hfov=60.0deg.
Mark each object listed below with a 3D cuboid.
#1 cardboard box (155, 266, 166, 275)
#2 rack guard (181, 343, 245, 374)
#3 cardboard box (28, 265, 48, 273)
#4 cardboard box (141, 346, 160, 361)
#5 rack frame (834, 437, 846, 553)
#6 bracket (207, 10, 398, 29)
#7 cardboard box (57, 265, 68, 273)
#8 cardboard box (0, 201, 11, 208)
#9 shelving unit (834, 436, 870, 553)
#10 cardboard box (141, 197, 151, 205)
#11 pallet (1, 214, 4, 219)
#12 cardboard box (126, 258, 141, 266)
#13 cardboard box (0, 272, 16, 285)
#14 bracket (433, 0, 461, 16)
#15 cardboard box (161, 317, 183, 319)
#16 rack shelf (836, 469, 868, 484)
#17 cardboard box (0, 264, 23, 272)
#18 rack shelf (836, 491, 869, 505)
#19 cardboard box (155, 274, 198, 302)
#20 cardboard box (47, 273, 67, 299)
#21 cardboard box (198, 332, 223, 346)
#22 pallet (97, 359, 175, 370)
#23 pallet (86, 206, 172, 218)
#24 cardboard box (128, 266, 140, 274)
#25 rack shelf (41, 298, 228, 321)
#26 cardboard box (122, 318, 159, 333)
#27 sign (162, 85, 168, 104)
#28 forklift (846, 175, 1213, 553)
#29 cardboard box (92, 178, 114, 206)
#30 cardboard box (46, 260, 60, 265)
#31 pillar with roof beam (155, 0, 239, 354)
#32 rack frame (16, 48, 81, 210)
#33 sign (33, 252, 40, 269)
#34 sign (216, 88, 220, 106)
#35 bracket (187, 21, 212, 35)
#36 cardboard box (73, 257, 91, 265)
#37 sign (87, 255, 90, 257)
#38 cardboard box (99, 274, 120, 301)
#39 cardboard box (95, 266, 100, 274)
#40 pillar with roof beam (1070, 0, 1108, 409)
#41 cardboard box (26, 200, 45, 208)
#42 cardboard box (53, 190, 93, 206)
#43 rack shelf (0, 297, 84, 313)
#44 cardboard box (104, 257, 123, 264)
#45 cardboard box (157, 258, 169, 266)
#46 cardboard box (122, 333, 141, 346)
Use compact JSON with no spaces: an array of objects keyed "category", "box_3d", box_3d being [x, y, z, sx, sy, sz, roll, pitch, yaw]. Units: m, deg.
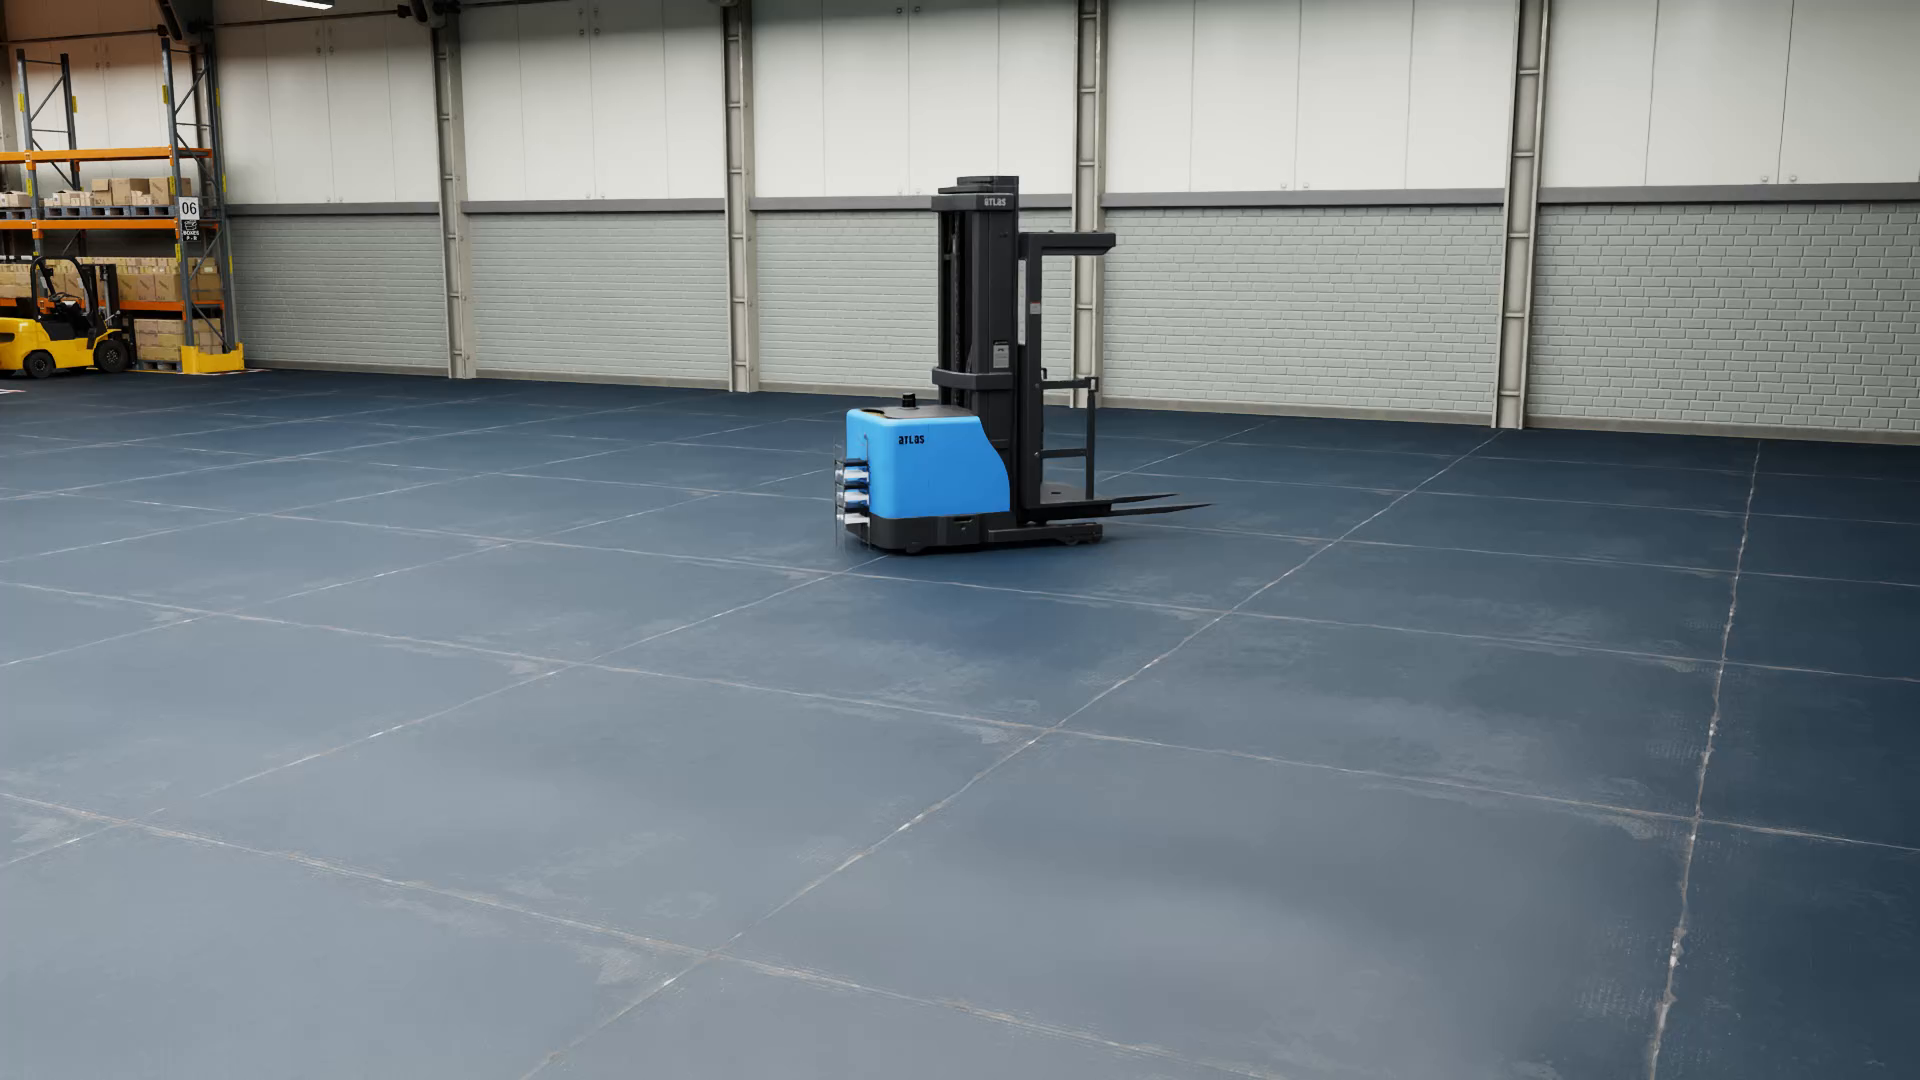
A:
[{"category":"cardboard box","box_3d":[-14.734,-5.022,30.953,0.250,0.149,0.380,5,12,27]},{"category":"rack guard","box_3d":[-14.035,-3.424,31.243,0.348,0.500,1.175,5,11,26]},{"category":"cardboard box","box_3d":[-18.048,-5.331,32.659,0.250,0.149,0.380,5,12,28]},{"category":"cardboard box","box_3d":[-15.060,-3.536,31.389,0.500,0.250,0.500,5,11,26]},{"category":"rack frame","box_3d":[-0.954,-0.357,13.175,0.006,0.900,0.240,-4,11,-21]},{"category":"bracket","box_3d":[-11.741,-9.284,29.652,4.783,0.066,0.076,5,11,26]},{"category":"cardboard box","box_3d":[-17.241,-5.252,32.224,0.250,0.149,0.380,5,12,27]},{"category":"cardboard box","box_3d":[-18.764,-6.617,32.692,0.250,0.149,0.380,5,11,26]},{"category":"shelving unit","box_3d":[-0.860,-0.364,13.212,0.210,0.900,0.258,-4,11,-21]},{"category":"cardboard box","box_3d":[-14.934,-6.281,30.833,0.250,0.149,0.380,5,11,24]},{"category":"pallet","box_3d":[-19.579,-6.542,33.563,1.213,0.211,1.003,6,12,28]},{"category":"cardboard box","box_3d":[-15.426,-5.230,31.267,0.250,0.149,0.380,5,12,27]},{"category":"cardboard box","box_3d":[-18.662,-5.180,32.947,0.500,0.250,0.500,5,11,24]},{"category":"bracket","box_3d":[-8.686,-9.015,28.168,0.430,0.232,0.235,5,11,26]},{"category":"cardboard box","box_3d":[-14.854,-4.108,31.740,0.500,0.250,0.500,5,11,26]},{"category":"rack shelf","box_3d":[-0.861,-0.508,13.185,0.200,0.077,0.258,-4,11,-21]},{"category":"cardboard box","box_3d":[-18.779,-5.375,32.906,0.250,0.149,0.380,5,11,24]},{"category":"rack shelf","box_3d":[-0.860,-0.331,13.218,0.200,0.077,0.258,-4,11,-21]},{"category":"cardboard box","box_3d":[-14.614,-4.702,31.005,0.500,0.500,0.500,5,11,25]},{"category":"cardboard box","box_3d":[-17.361,-4.943,32.340,0.500,0.500,0.500,5,11,24]},{"category":"cardboard box","box_3d":[-14.386,-3.825,31.582,0.500,0.250,0.500,5,12,27]},{"category":"pallet","box_3d":[-15.851,-3.433,32.108,1.213,0.211,1.003,5,11,26]},{"category":"pallet","box_3d":[-15.777,-6.244,31.632,1.213,0.211,1.003,5,11,26]},{"category":"cardboard box","box_3d":[-15.417,-5.087,31.313,0.250,0.149,0.380,5,11,24]},{"category":"rack shelf","box_3d":[-15.850,-4.459,31.966,4.000,0.370,1.077,5,11,26]},{"category":"cardboard box","box_3d":[-15.525,-4.065,31.503,0.500,0.250,0.500,5,11,27]},{"category":"sign","box_3d":[-14.310,-8.021,29.934,0.005,0.325,0.100,5,11,26]},{"category":"forklift","box_3d":[0.626,-1.482,13.690,3.031,2.935,1.130,-4,11,-22]},{"category":"cardboard box","box_3d":[-15.943,-6.583,31.509,0.637,0.503,0.797,5,12,28]},{"category":"cardboard box","box_3d":[-17.489,-5.413,32.279,0.250,0.149,0.380,5,12,27]},{"category":"pillar with roof beam","box_3d":[-16.187,-7.119,27.796,0.548,9.000,9.100,5,11,26]},{"category":"rack frame","box_3d":[-17.644,-7.923,32.238,0.127,3.000,1.000,5,11,26]},{"category":"sign","box_3d":[-17.875,-5.414,32.193,0.005,0.325,0.100,5,11,26]},{"category":"sign","box_3d":[-13.806,-8.233,30.887,0.005,0.325,0.100,5,11,26]},{"category":"bracket","box_3d":[-14.067,-9.488,30.781,0.430,0.232,0.235,5,11,26]},{"category":"cardboard box","box_3d":[-16.797,-5.351,31.939,0.250,0.149,0.380,5,12,27]},{"category":"sign","box_3d":[-17.400,-5.524,33.179,0.005,0.325,0.100,5,11,26]},{"category":"cardboard box","box_3d":[-15.991,-4.822,31.671,0.500,0.500,0.500,5,11,26]},{"category":"cardboard box","box_3d":[-16.339,-5.167,31.752,0.250,0.149,0.380,5,11,24]},{"category":"pillar with roof beam","box_3d":[-0.045,-5.700,19.959,0.400,9.000,9.100,5,11,26]},{"category":"cardboard box","box_3d":[-18.318,-6.677,33.024,0.250,0.149,0.380,5,11,26]},{"category":"cardboard box","box_3d":[-17.006,-6.554,31.890,0.500,0.311,0.500,5,12,27]},{"category":"rack shelf","box_3d":[-19.437,-4.774,33.707,4.000,0.370,1.077,5,11,26]},{"category":"cardboard box","box_3d":[-16.067,-5.307,31.695,0.250,0.149,0.380,5,11,26]},{"category":"cardboard box","box_3d":[-14.706,-5.179,30.988,0.250,0.149,0.380,5,11,26]},{"category":"cardboard box","box_3d":[-15.549,-3.822,31.564,0.500,0.250,0.500,5,11,25]}]
